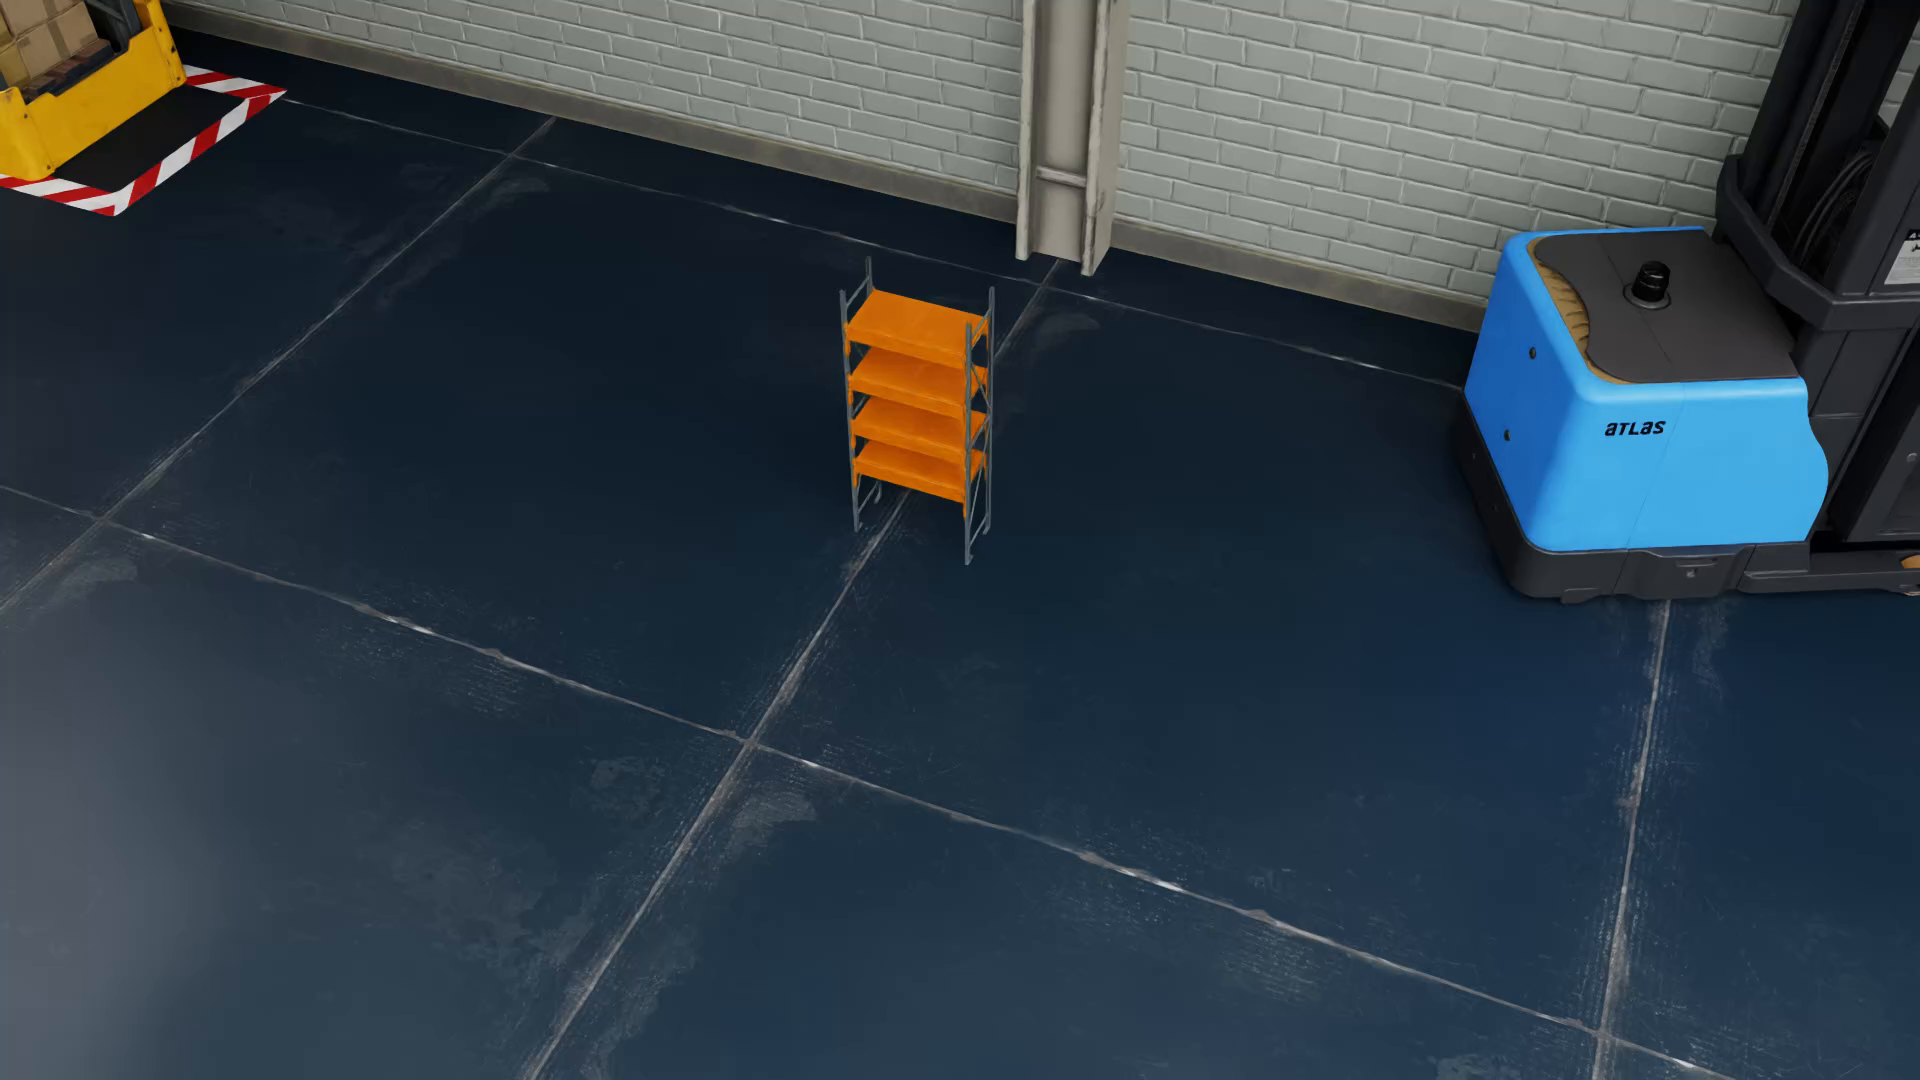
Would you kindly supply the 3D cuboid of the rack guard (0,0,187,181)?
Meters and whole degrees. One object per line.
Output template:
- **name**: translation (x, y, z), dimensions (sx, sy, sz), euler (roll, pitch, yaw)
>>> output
- **rack guard**: translation (-4.709, -2.450, 8.858), dimensions (0.348, 0.500, 1.175), euler (16, 47, 16)

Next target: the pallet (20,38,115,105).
- **pallet**: translation (-5.453, -2.534, 9.147), dimensions (1.213, 0.211, 1.003), euler (16, 47, 16)

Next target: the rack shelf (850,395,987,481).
- **rack shelf**: translation (-0.153, -0.423, 6.419), dimensions (0.480, 0.148, 0.258), euler (16, 47, 16)

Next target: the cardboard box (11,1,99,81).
- **cardboard box**: translation (-5.110, -2.777, 9.066), dimensions (0.500, 0.250, 0.500), euler (17, 47, 16)

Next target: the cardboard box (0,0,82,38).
- **cardboard box**: translation (-5.086, -2.957, 8.892), dimensions (0.500, 0.250, 0.500), euler (17, 47, 17)

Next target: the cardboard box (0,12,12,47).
- **cardboard box**: translation (-5.301, -2.622, 8.556), dimensions (0.500, 0.250, 0.500), euler (16, 47, 15)

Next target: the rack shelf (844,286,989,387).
- **rack shelf**: translation (-0.153, -0.749, 6.095), dimensions (0.480, 0.148, 0.258), euler (16, 47, 16)

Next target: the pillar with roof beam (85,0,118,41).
- **pillar with roof beam**: translation (-6.685, -3.442, 3.830), dimensions (0.400, 9.000, 9.100), euler (16, 47, 16)

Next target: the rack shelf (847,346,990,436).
- **rack shelf**: translation (-0.153, -0.581, 6.262), dimensions (0.480, 0.148, 0.258), euler (16, 47, 16)

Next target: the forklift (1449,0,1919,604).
- **forklift**: translation (3.624, -1.195, 5.873), dimensions (3.031, 2.935, 1.130), euler (-2, 45, -2)

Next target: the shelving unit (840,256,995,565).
- **shelving unit**: translation (-0.153, -0.470, 6.372), dimensions (0.503, 1.200, 0.258), euler (16, 47, 16)

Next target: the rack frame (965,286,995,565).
- **rack frame**: translation (0.072, -0.404, 6.305), dimensions (0.015, 1.200, 0.240), euler (16, 47, 16)

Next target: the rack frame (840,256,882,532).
- **rack frame**: translation (-0.378, -0.537, 6.439), dimensions (0.015, 1.200, 0.240), euler (16, 47, 16)

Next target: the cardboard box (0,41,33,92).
- **cardboard box**: translation (-5.287, -2.438, 8.726), dimensions (0.500, 0.250, 0.500), euler (17, 47, 16)

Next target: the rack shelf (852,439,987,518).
- **rack shelf**: translation (-0.153, -0.282, 6.559), dimensions (0.480, 0.148, 0.258), euler (16, 47, 16)

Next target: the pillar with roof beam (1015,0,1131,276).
- **pillar with roof beam**: translation (-1.147, -1.813, 2.192), dimensions (0.400, 9.000, 9.100), euler (16, 47, 16)

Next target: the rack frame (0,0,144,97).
- **rack frame**: translation (-4.732, -3.342, 7.983), dimensions (0.127, 3.000, 1.000), euler (16, 47, 16)
